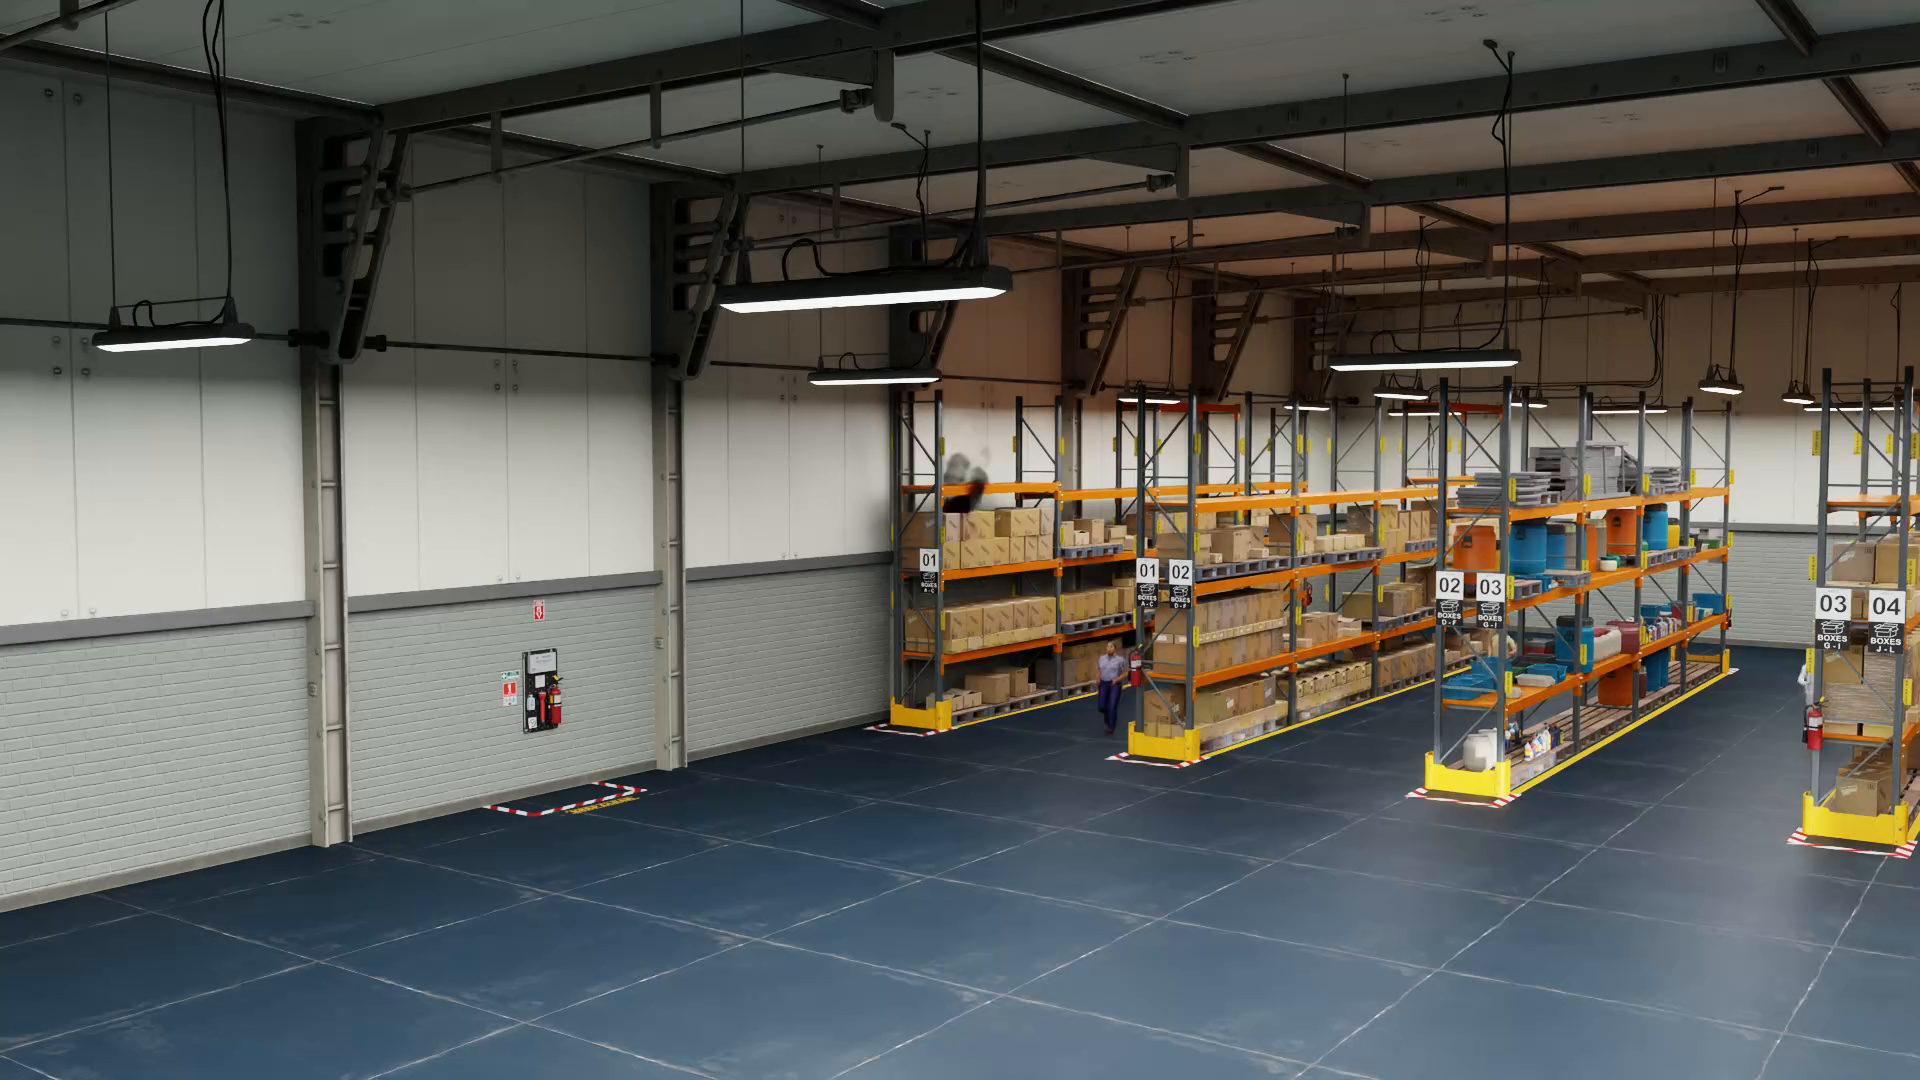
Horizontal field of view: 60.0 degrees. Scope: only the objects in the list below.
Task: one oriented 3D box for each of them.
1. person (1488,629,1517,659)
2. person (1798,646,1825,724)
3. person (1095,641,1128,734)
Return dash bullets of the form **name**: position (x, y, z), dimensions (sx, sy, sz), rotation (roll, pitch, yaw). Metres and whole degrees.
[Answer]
- **person**: position (10.271, 2.388, 31.592), dimensions (0.586, 1.645, 0.865), rotation (2, 4, 33)
- **person**: position (14.324, 2.598, 27.786), dimensions (0.602, 1.655, 0.554), rotation (2, 4, 30)
- **person**: position (2.615, 2.564, 28.936), dimensions (0.593, 1.583, 0.551), rotation (1, 3, 20)
